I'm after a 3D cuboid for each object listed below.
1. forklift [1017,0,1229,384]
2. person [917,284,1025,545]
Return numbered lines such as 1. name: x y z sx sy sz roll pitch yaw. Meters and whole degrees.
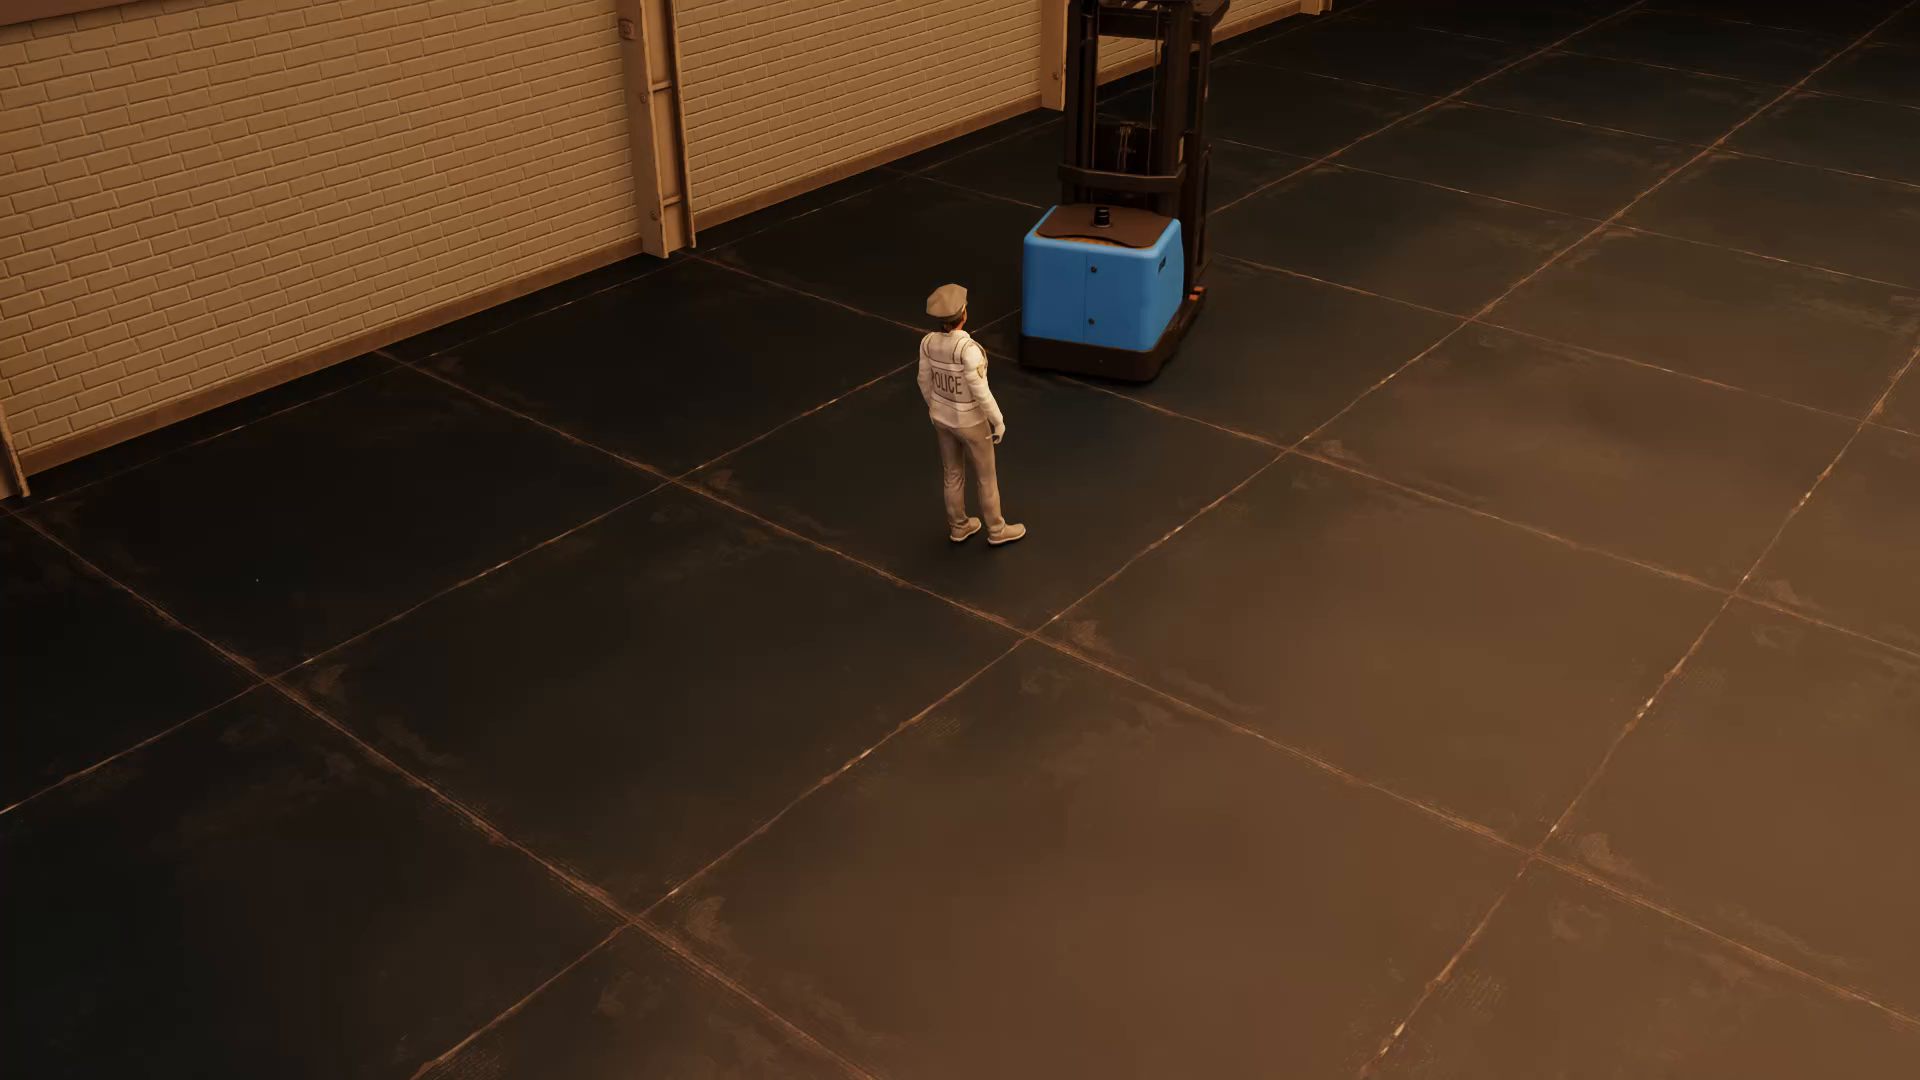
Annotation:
1. forklift: 1.401 -3.151 12.988 1.130 2.935 3.031 10 32 17
2. person: 0.048 -0.763 10.111 0.588 1.696 0.531 22 37 33
